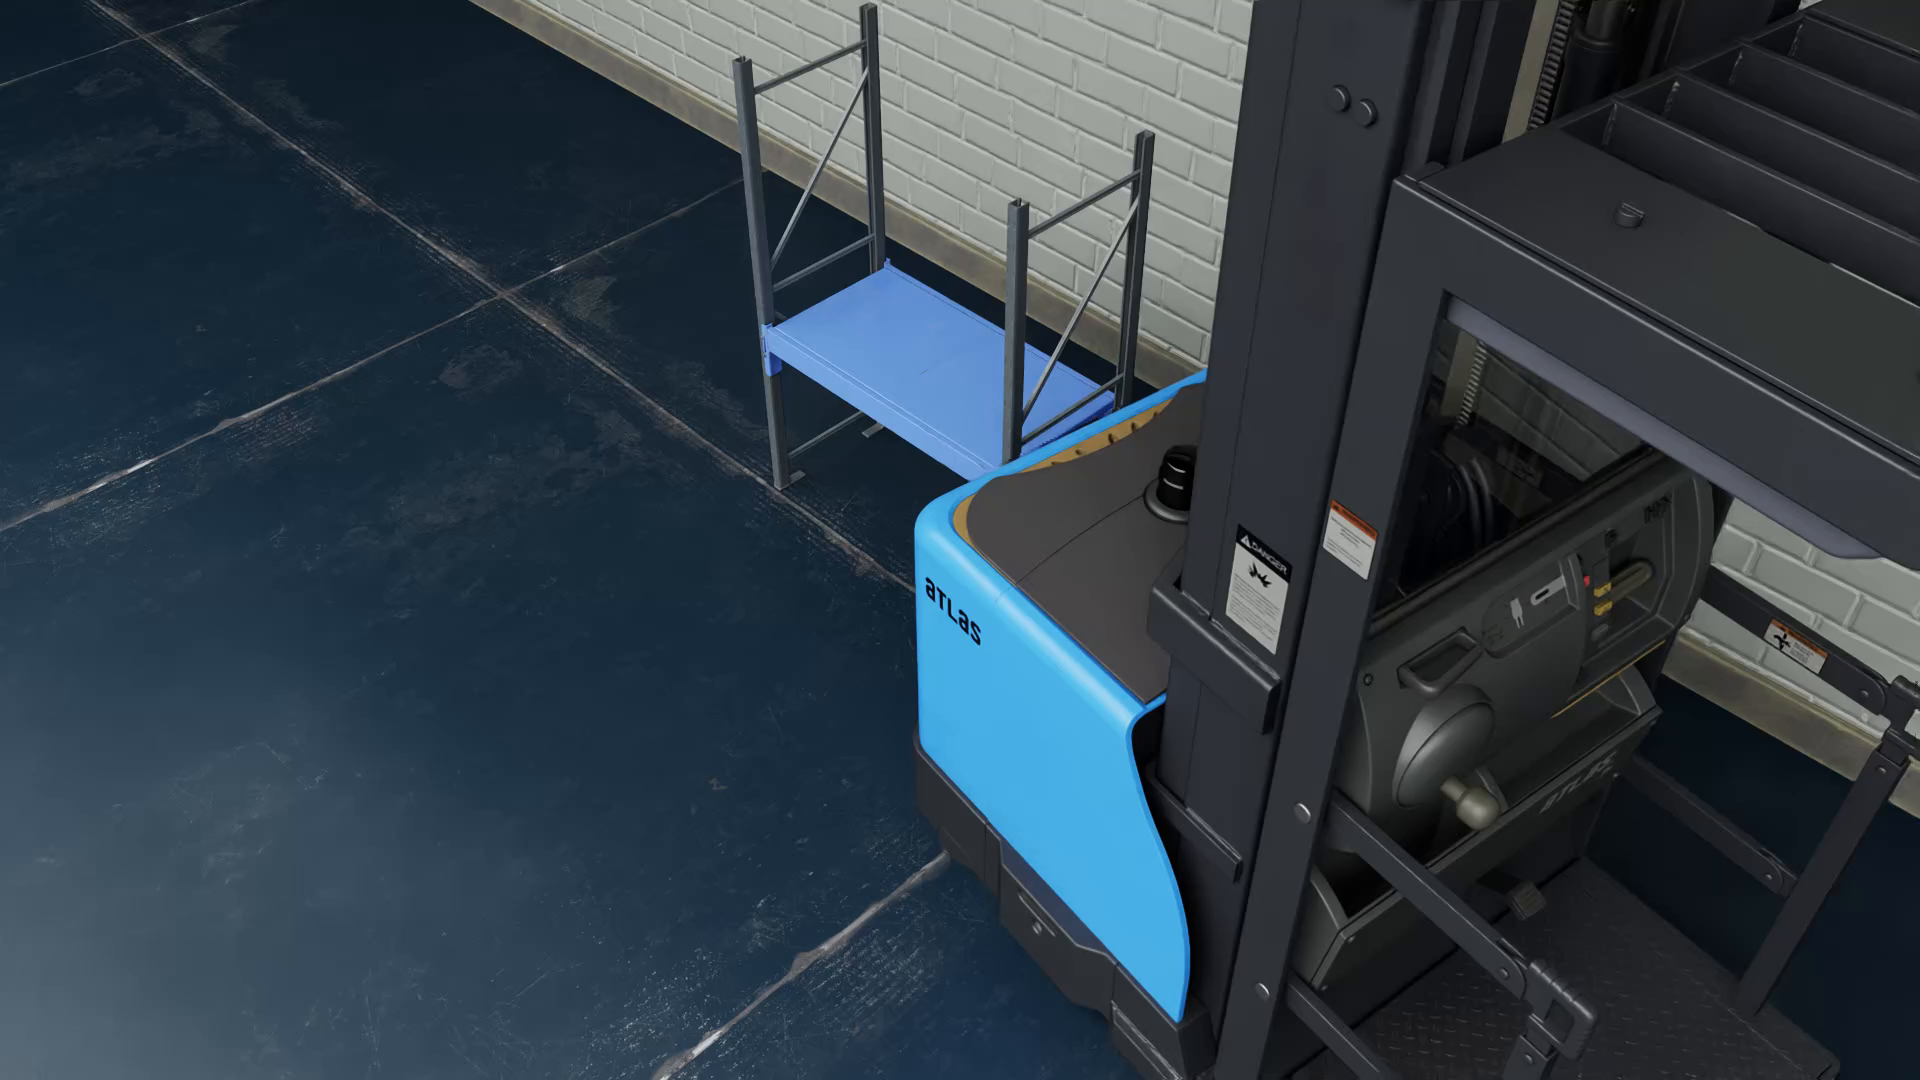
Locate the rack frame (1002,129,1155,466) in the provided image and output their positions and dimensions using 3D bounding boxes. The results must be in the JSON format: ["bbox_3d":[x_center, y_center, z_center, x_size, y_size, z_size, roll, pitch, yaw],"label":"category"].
[{"bbox_3d":[0.299,-0.348,4.521,0.500,1.500,0.032,-34,53,-31],"label":"rack frame"}]

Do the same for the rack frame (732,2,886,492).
[{"bbox_3d":[-0.419,-0.836,5.050,0.500,1.500,0.032,-34,53,-31],"label":"rack frame"}]

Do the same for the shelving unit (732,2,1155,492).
[{"bbox_3d":[-0.060,-0.592,4.785,0.538,1.500,1.048,-34,53,-31],"label":"shelving unit"}]

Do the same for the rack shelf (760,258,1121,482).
[{"bbox_3d":[-0.060,-0.460,4.907,0.538,0.185,1.000,-34,53,-31],"label":"rack shelf"}]

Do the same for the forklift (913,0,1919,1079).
[{"bbox_3d":[1.156,0.255,2.815,1.130,2.935,3.031,-26,49,-26],"label":"forklift"}]
